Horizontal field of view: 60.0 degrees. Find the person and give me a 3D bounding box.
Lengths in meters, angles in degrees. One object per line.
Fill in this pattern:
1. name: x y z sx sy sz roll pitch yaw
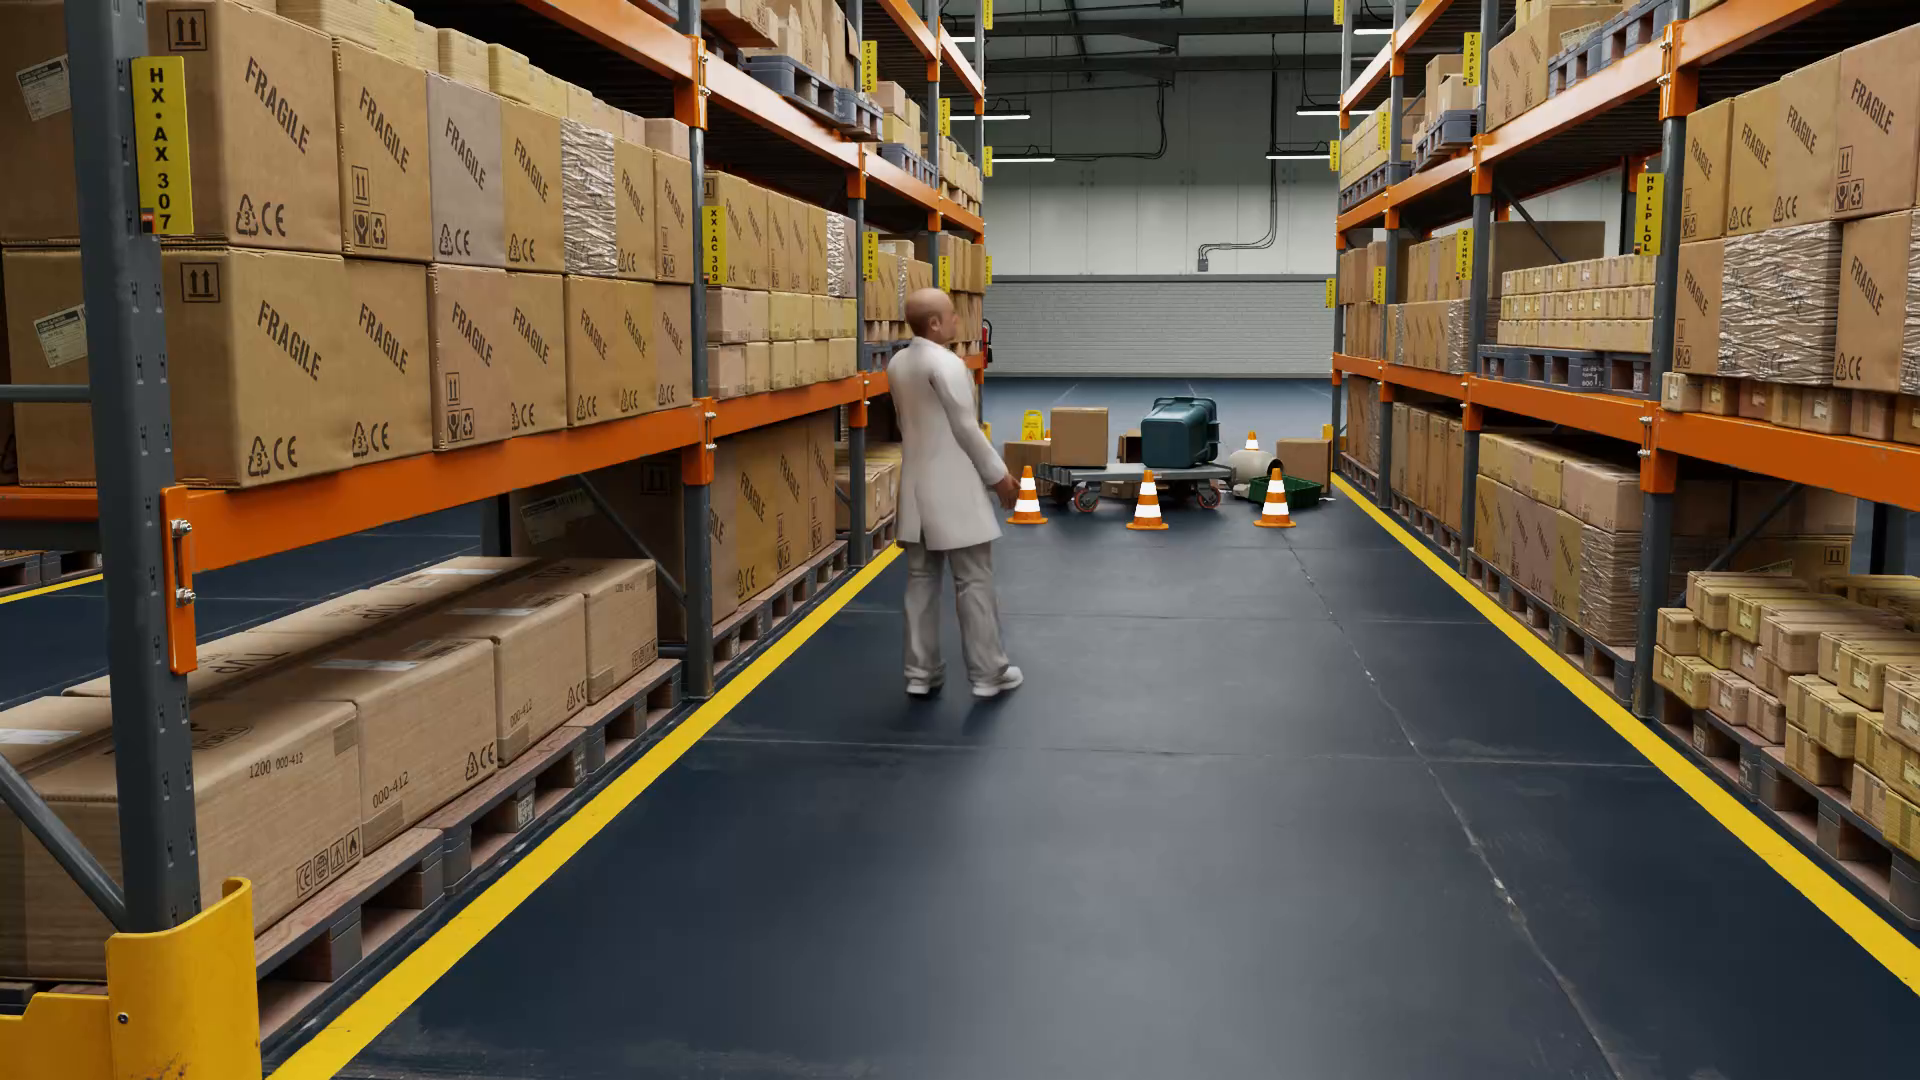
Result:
1. person: -0.014 -0.171 7.351 0.579 1.701 0.580 -6 9 -37
